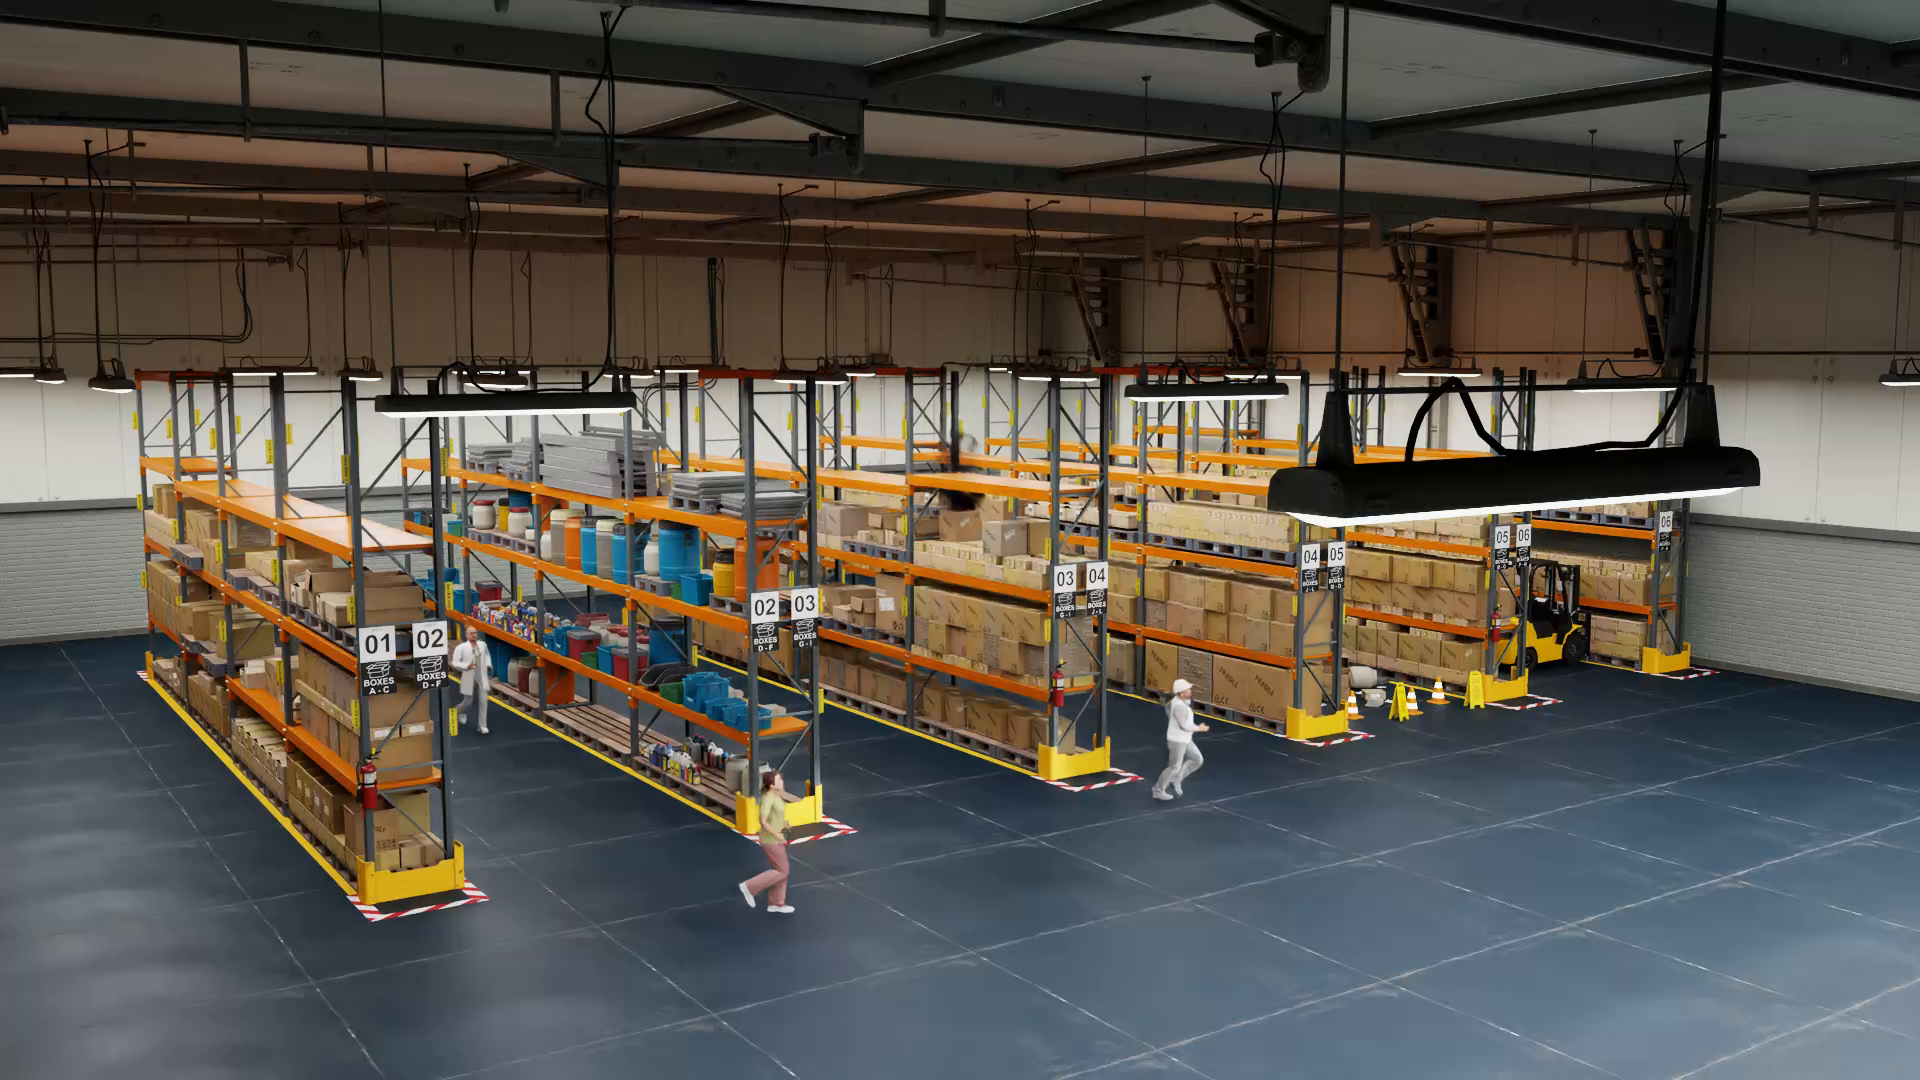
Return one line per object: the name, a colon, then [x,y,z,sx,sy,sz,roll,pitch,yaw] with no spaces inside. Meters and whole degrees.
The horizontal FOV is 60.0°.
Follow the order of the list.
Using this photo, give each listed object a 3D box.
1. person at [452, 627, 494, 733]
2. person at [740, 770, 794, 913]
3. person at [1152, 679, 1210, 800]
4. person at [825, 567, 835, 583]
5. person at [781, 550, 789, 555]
person: [-8.112,2.326,27.779,0.721,1.750,0.895,-5,8,-37]
person: [-2.191,3.411,18.820,0.610,1.643,0.578,-1,6,-7]
person: [3.127,2.803,23.496,0.801,1.726,0.679,1,7,12]
person: [-3.359,0.773,42.096,0.733,1.623,0.804,-2,7,-15]
person: [-4.203,1.078,39.349,0.718,1.672,0.508,0,6,-2]
